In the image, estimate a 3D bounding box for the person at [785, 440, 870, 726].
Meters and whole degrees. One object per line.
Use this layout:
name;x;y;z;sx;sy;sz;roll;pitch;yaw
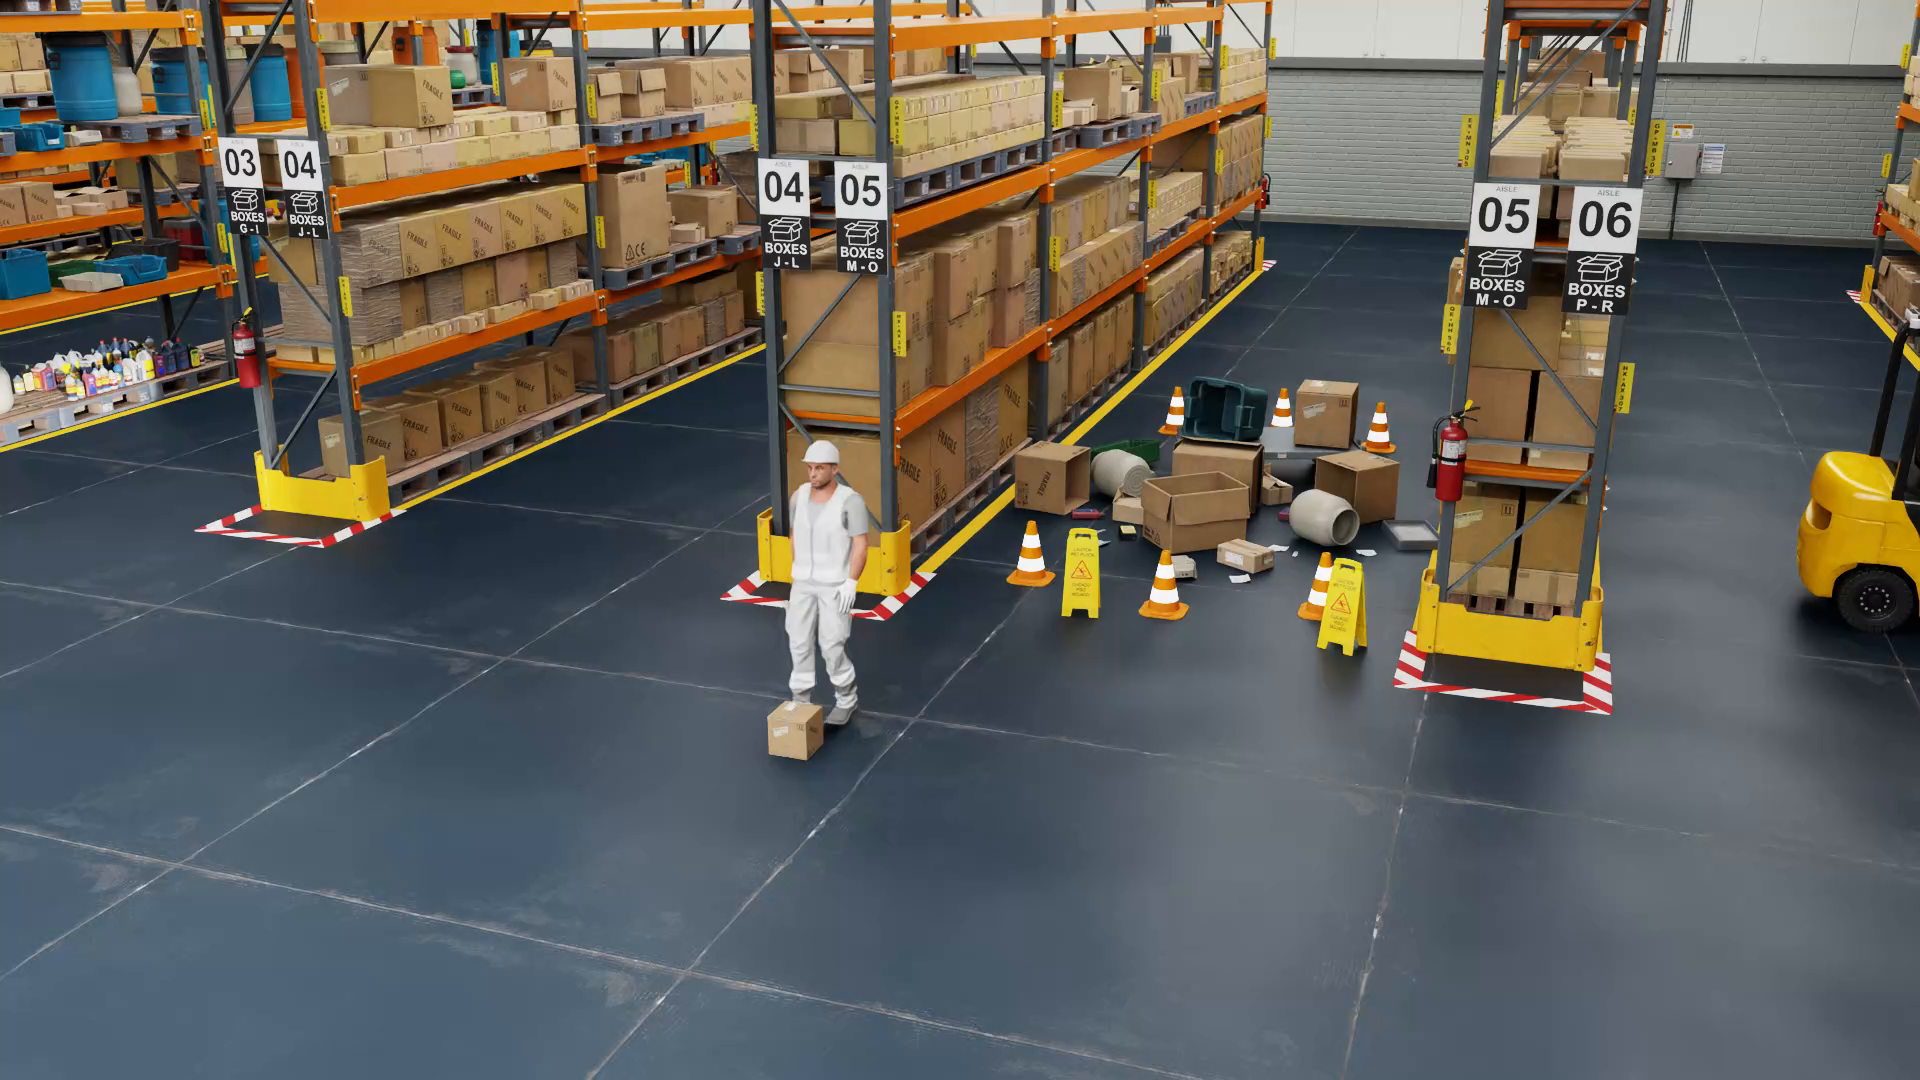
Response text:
person;-0.876;0.335;10.103;0.577;1.839;0.648;8;20;23
